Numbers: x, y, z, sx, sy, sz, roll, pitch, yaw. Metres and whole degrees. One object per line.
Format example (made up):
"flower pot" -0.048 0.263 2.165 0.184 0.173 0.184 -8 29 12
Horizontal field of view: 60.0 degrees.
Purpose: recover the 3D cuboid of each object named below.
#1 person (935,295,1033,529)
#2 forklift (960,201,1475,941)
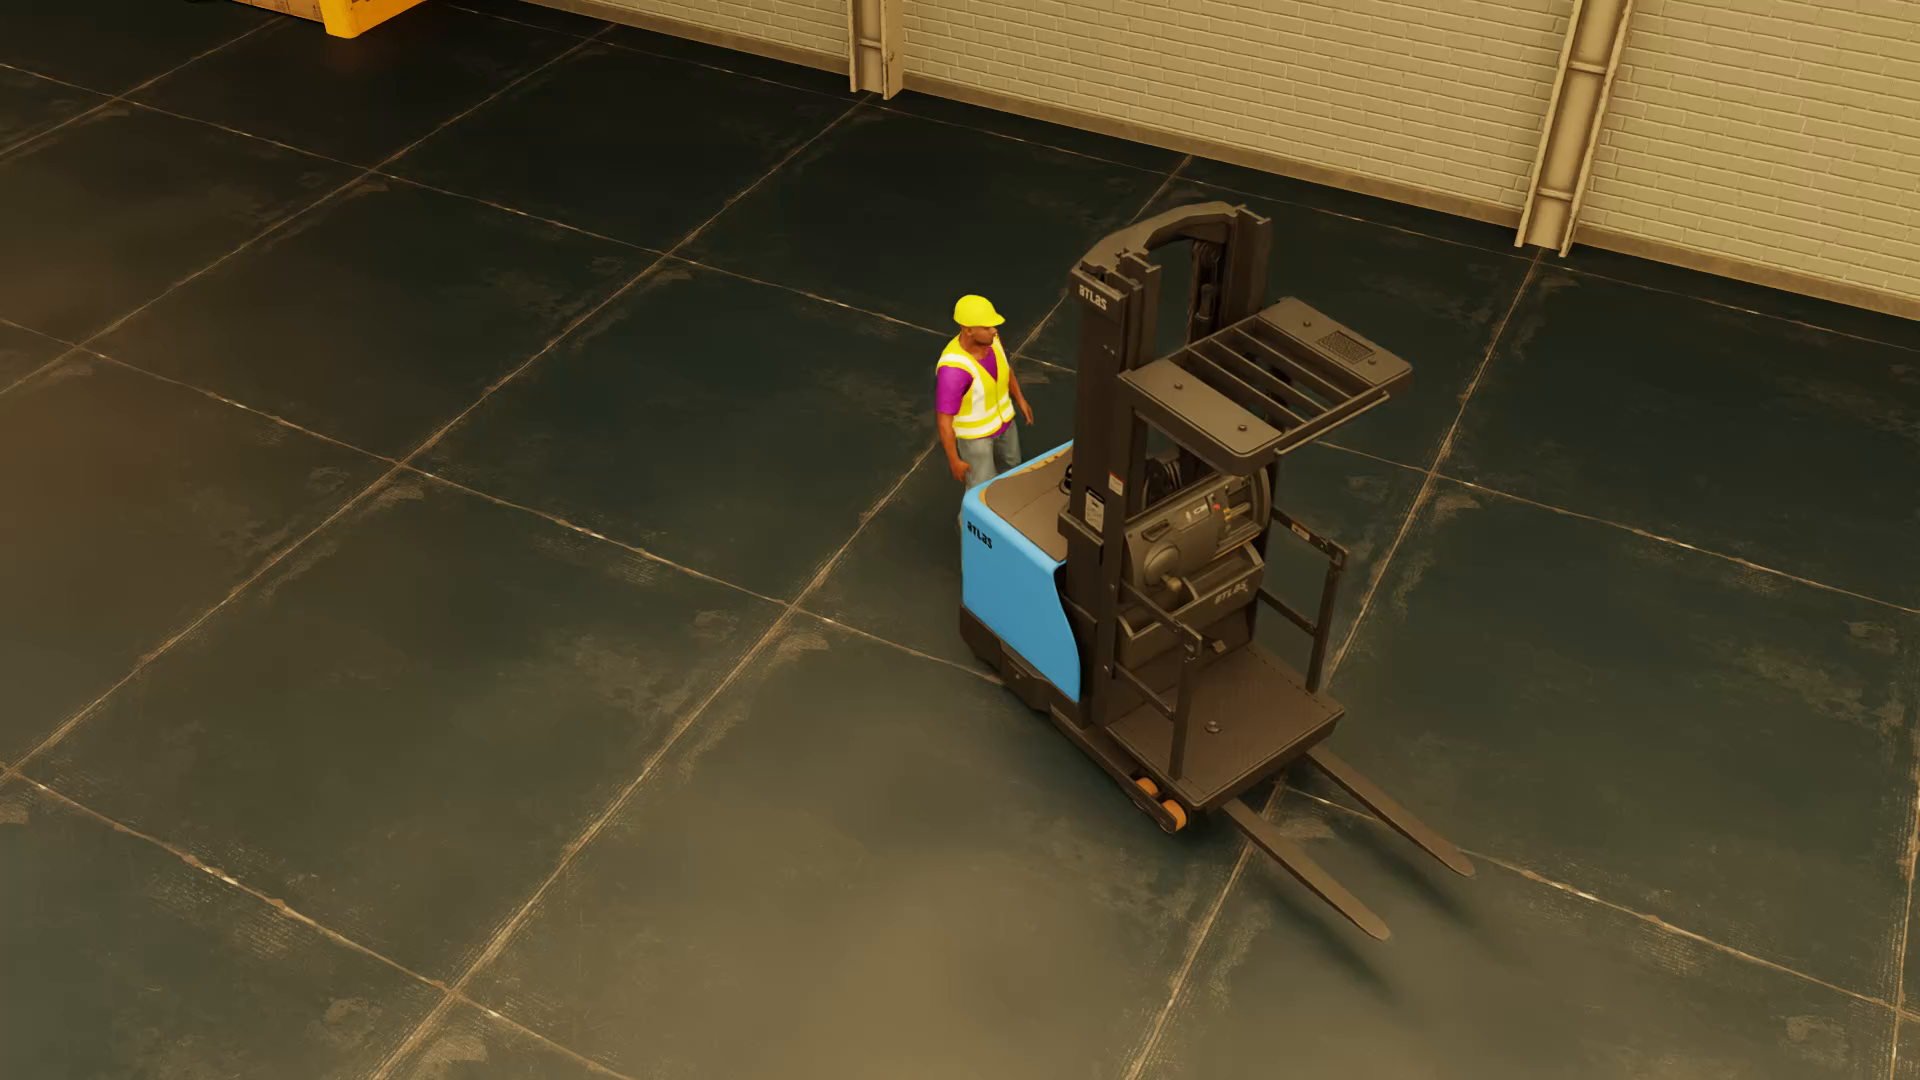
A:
"person" 0.196 -0.621 9.678 0.624 1.727 0.746 25 46 26
"forklift" 1.297 0.007 7.979 1.130 2.935 3.031 -27 47 -28
